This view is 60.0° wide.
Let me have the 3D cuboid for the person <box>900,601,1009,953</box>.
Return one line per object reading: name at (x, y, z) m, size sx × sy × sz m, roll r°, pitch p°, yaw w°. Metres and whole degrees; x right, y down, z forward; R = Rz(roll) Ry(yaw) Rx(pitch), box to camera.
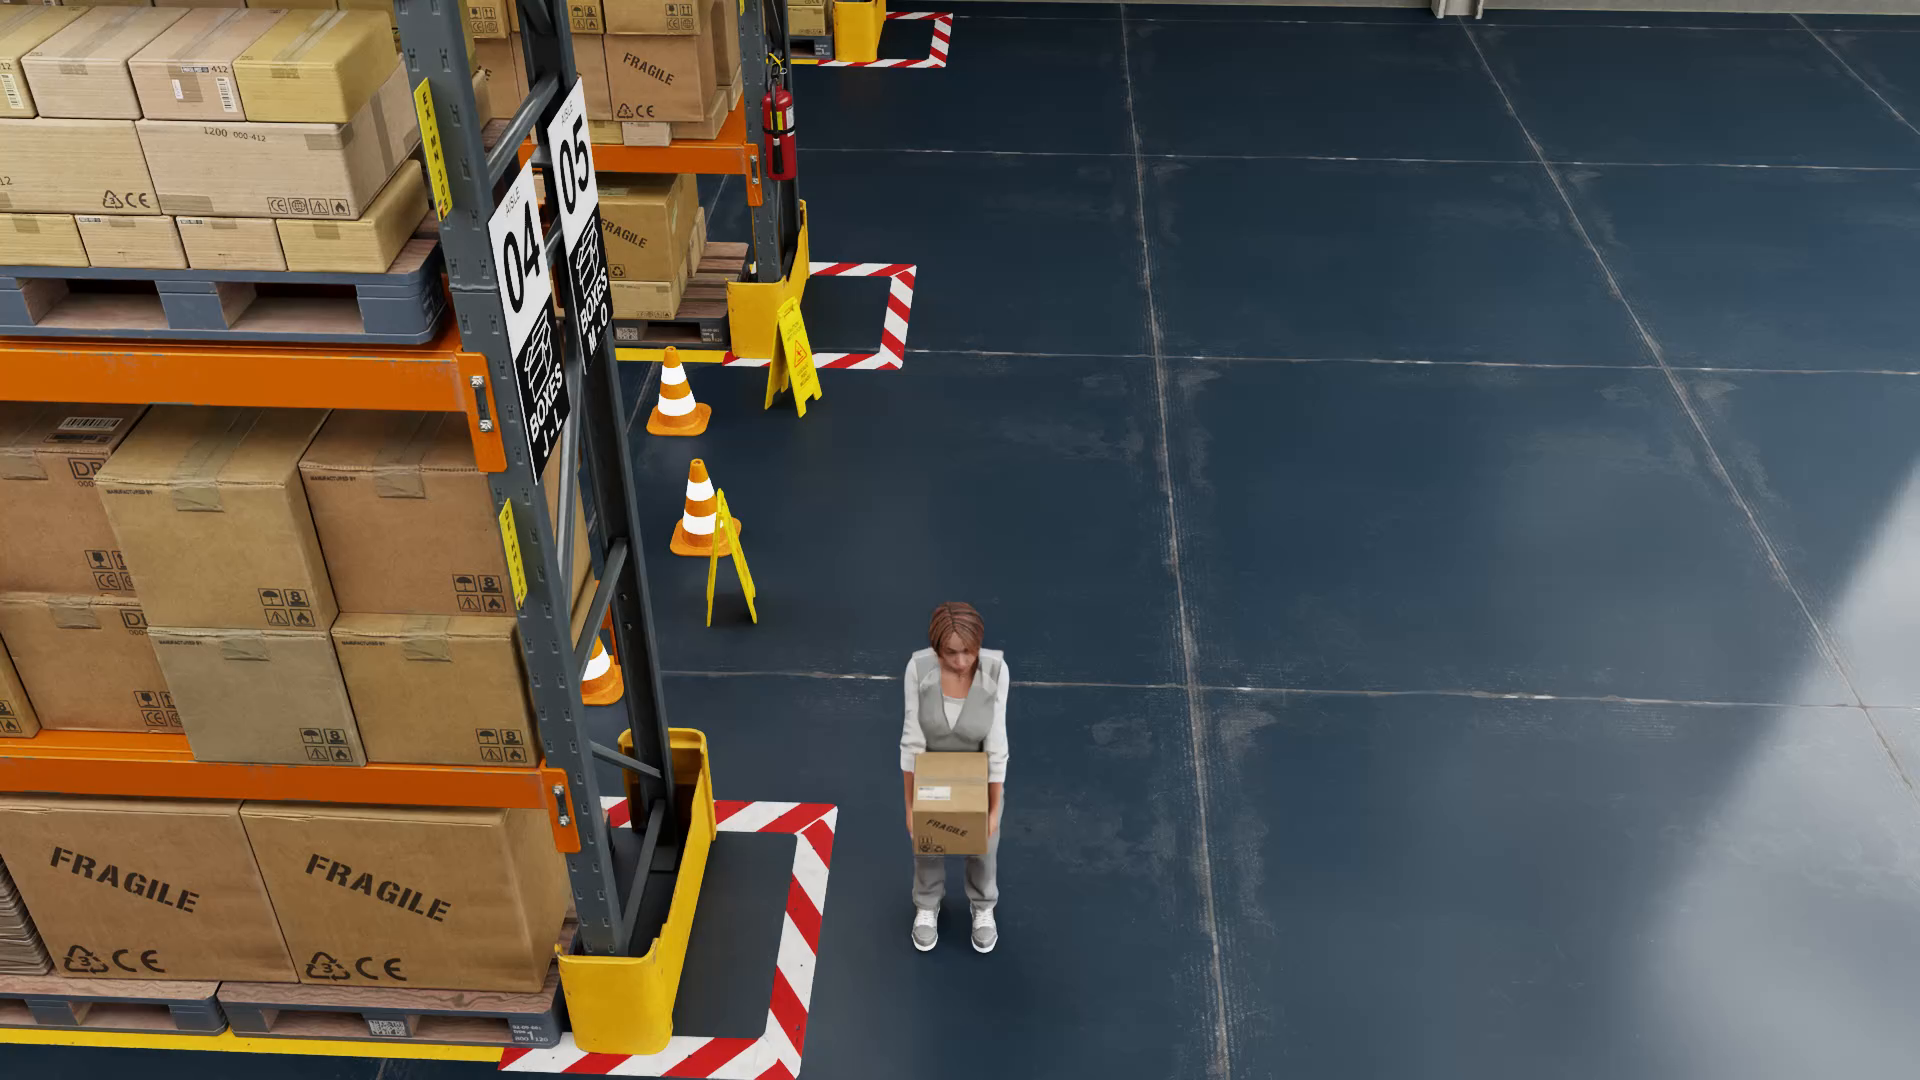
person at (-0.018, 0.889, 5.912) m, size 0.375 × 1.596 × 0.507 m, roll 1°, pitch 36°, yaw 1°
